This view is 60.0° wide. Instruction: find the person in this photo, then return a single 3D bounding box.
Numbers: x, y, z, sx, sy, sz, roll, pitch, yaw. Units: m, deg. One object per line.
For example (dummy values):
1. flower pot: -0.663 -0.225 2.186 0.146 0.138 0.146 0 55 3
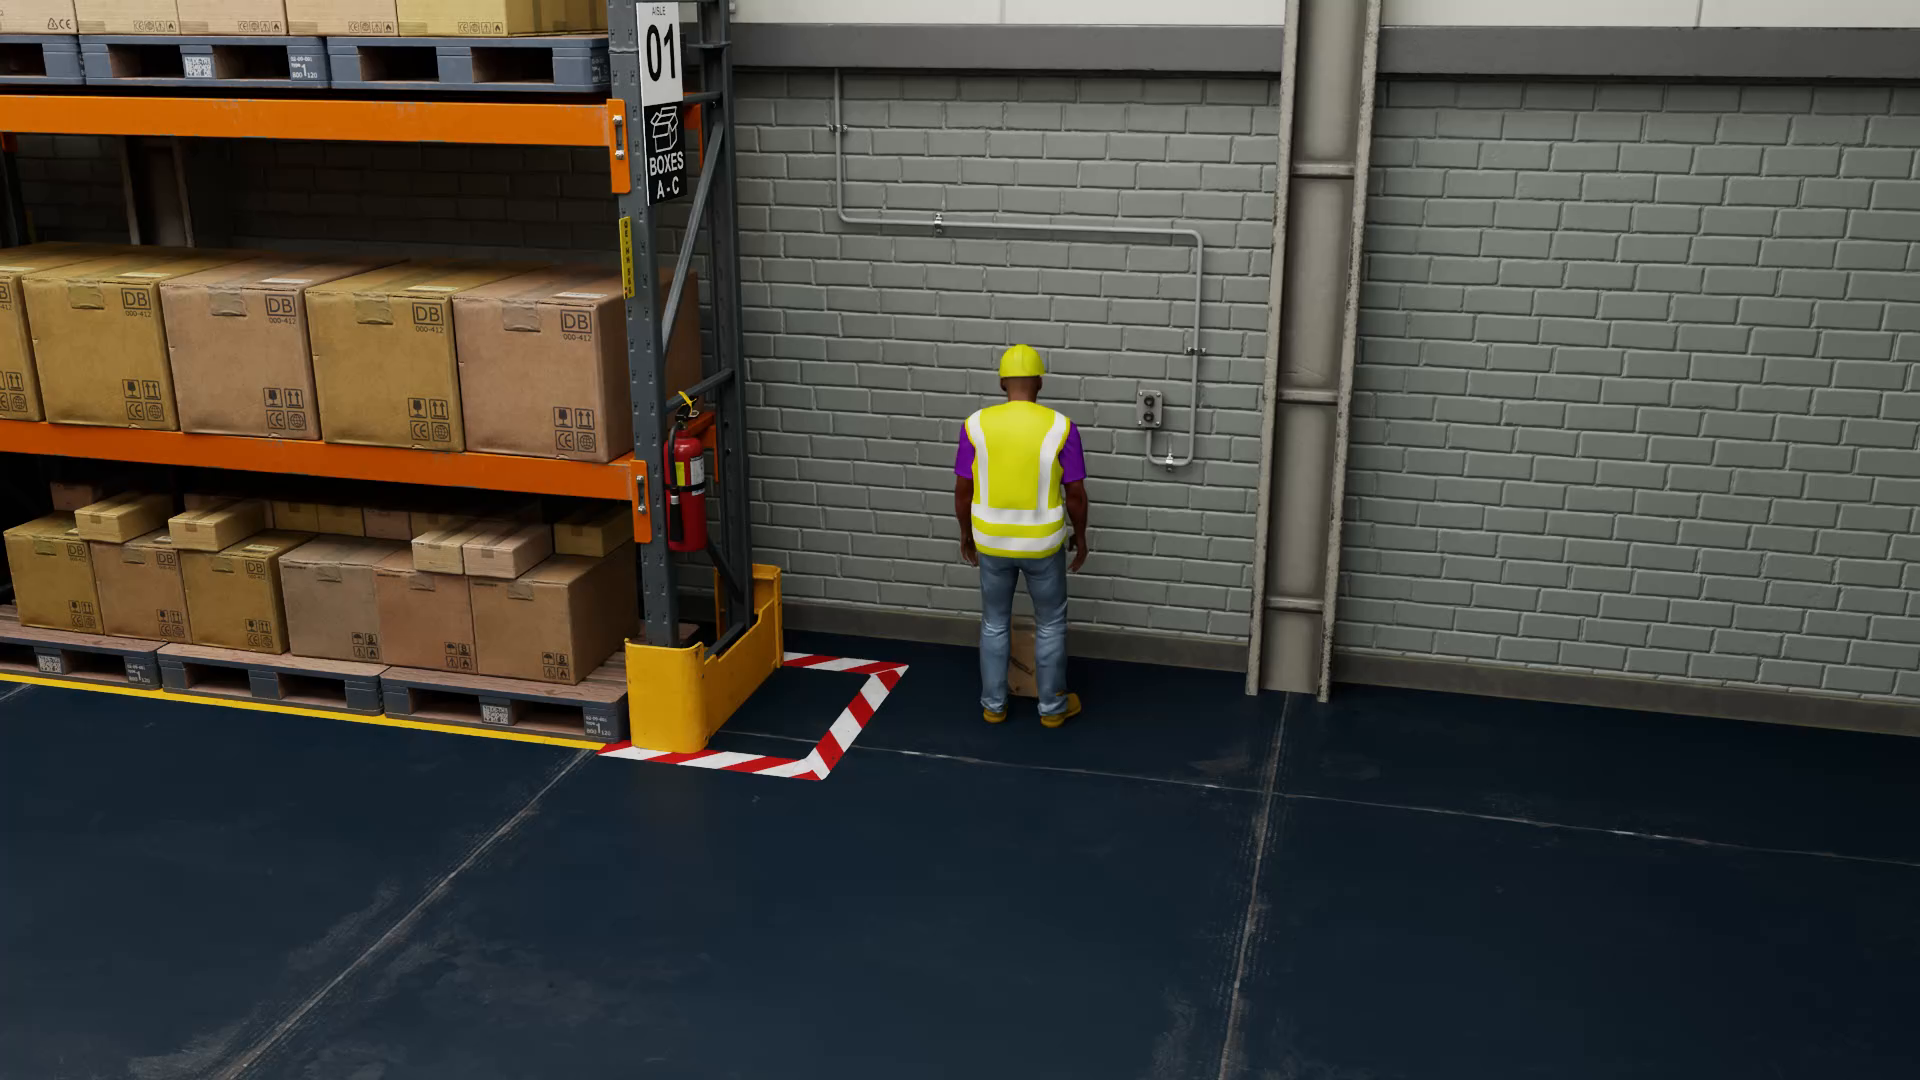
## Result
1. person: 0.279 -0.010 7.555 0.606 1.762 0.449 4 19 12
